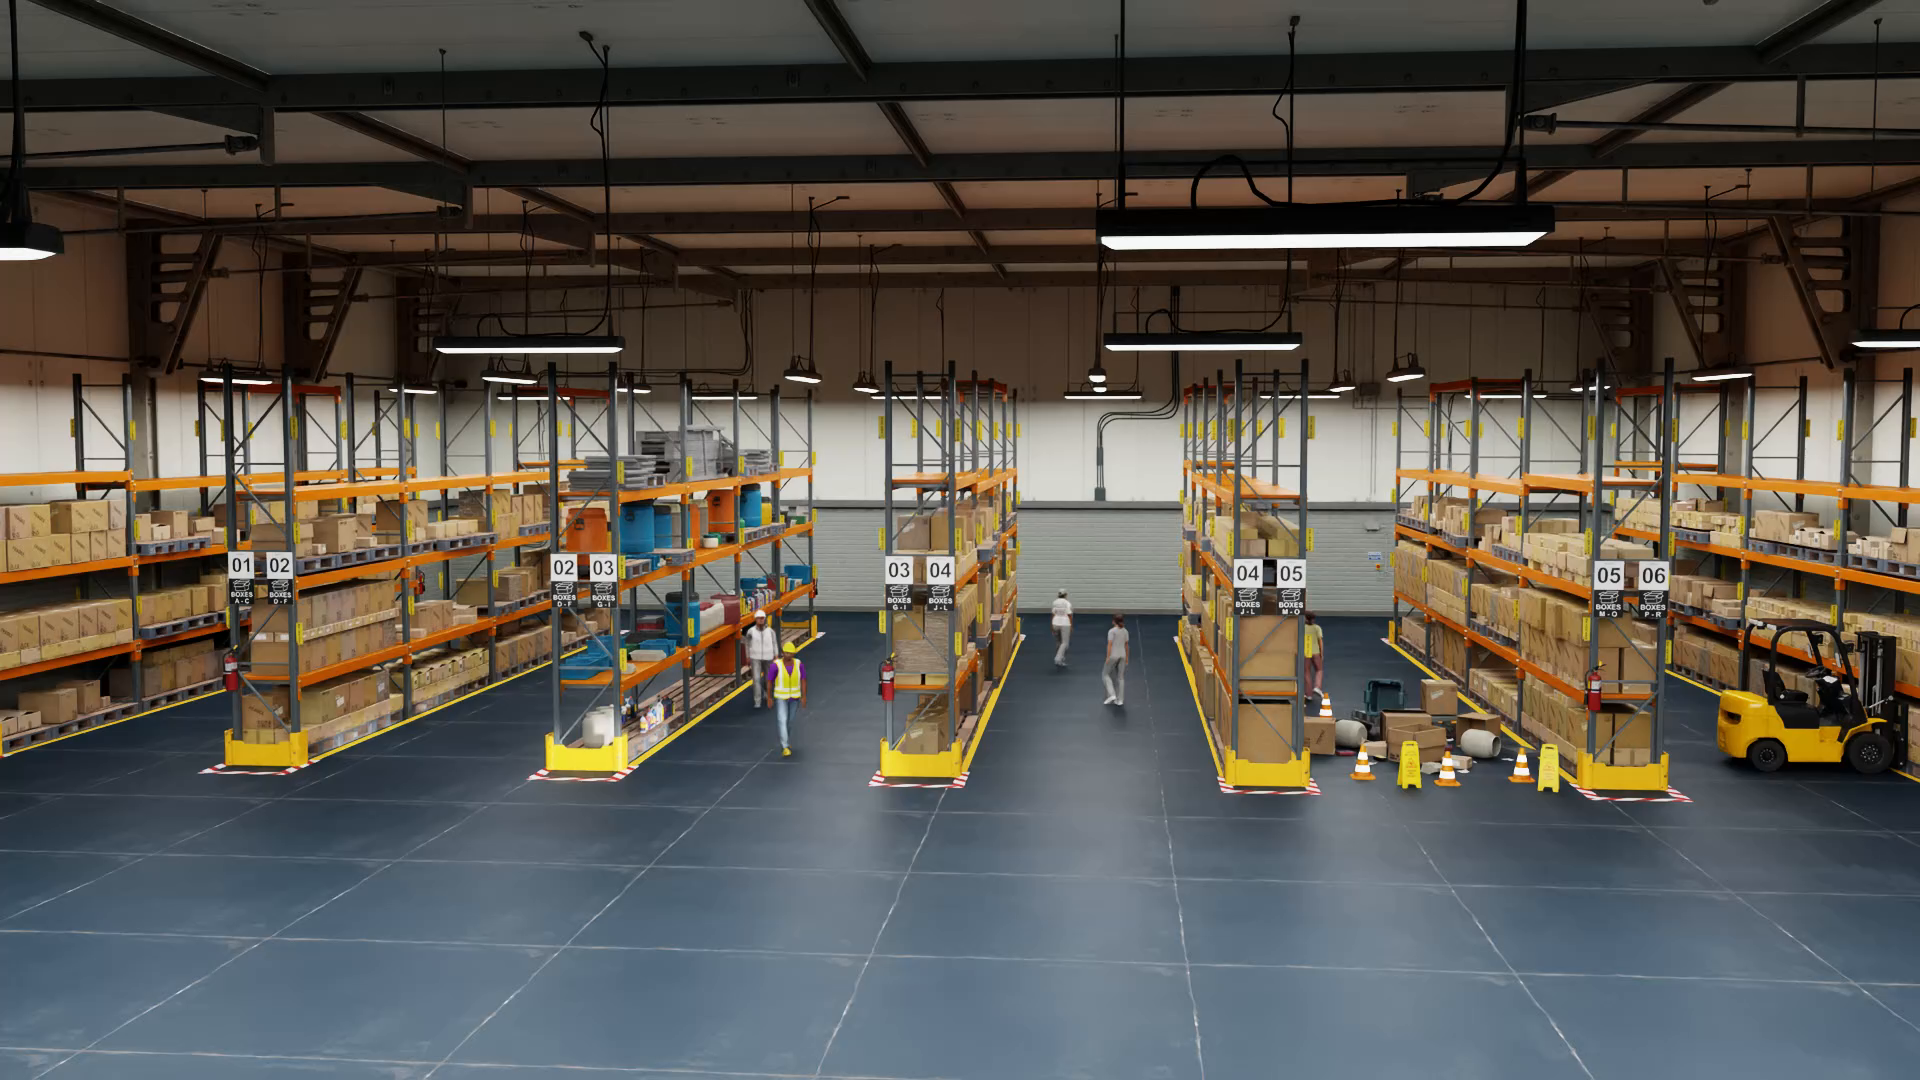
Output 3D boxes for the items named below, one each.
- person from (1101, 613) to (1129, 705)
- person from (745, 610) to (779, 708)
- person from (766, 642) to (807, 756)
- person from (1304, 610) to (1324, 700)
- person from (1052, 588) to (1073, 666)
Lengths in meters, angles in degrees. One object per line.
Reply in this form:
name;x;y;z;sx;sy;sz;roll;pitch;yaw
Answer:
person;2.860;2.175;30.377;0.488;1.681;0.399;-2;4;-25
person;-3.594;2.139;30.207;0.607;1.728;1.031;-1;4;-10
person;-2.643;2.427;25.675;0.591;1.705;1.033;-2;4;-28
person;6.526;2.142;30.886;0.502;1.670;0.501;0;4;6
person;2.168;1.849;35.454;0.532;1.641;0.795;3;5;41
